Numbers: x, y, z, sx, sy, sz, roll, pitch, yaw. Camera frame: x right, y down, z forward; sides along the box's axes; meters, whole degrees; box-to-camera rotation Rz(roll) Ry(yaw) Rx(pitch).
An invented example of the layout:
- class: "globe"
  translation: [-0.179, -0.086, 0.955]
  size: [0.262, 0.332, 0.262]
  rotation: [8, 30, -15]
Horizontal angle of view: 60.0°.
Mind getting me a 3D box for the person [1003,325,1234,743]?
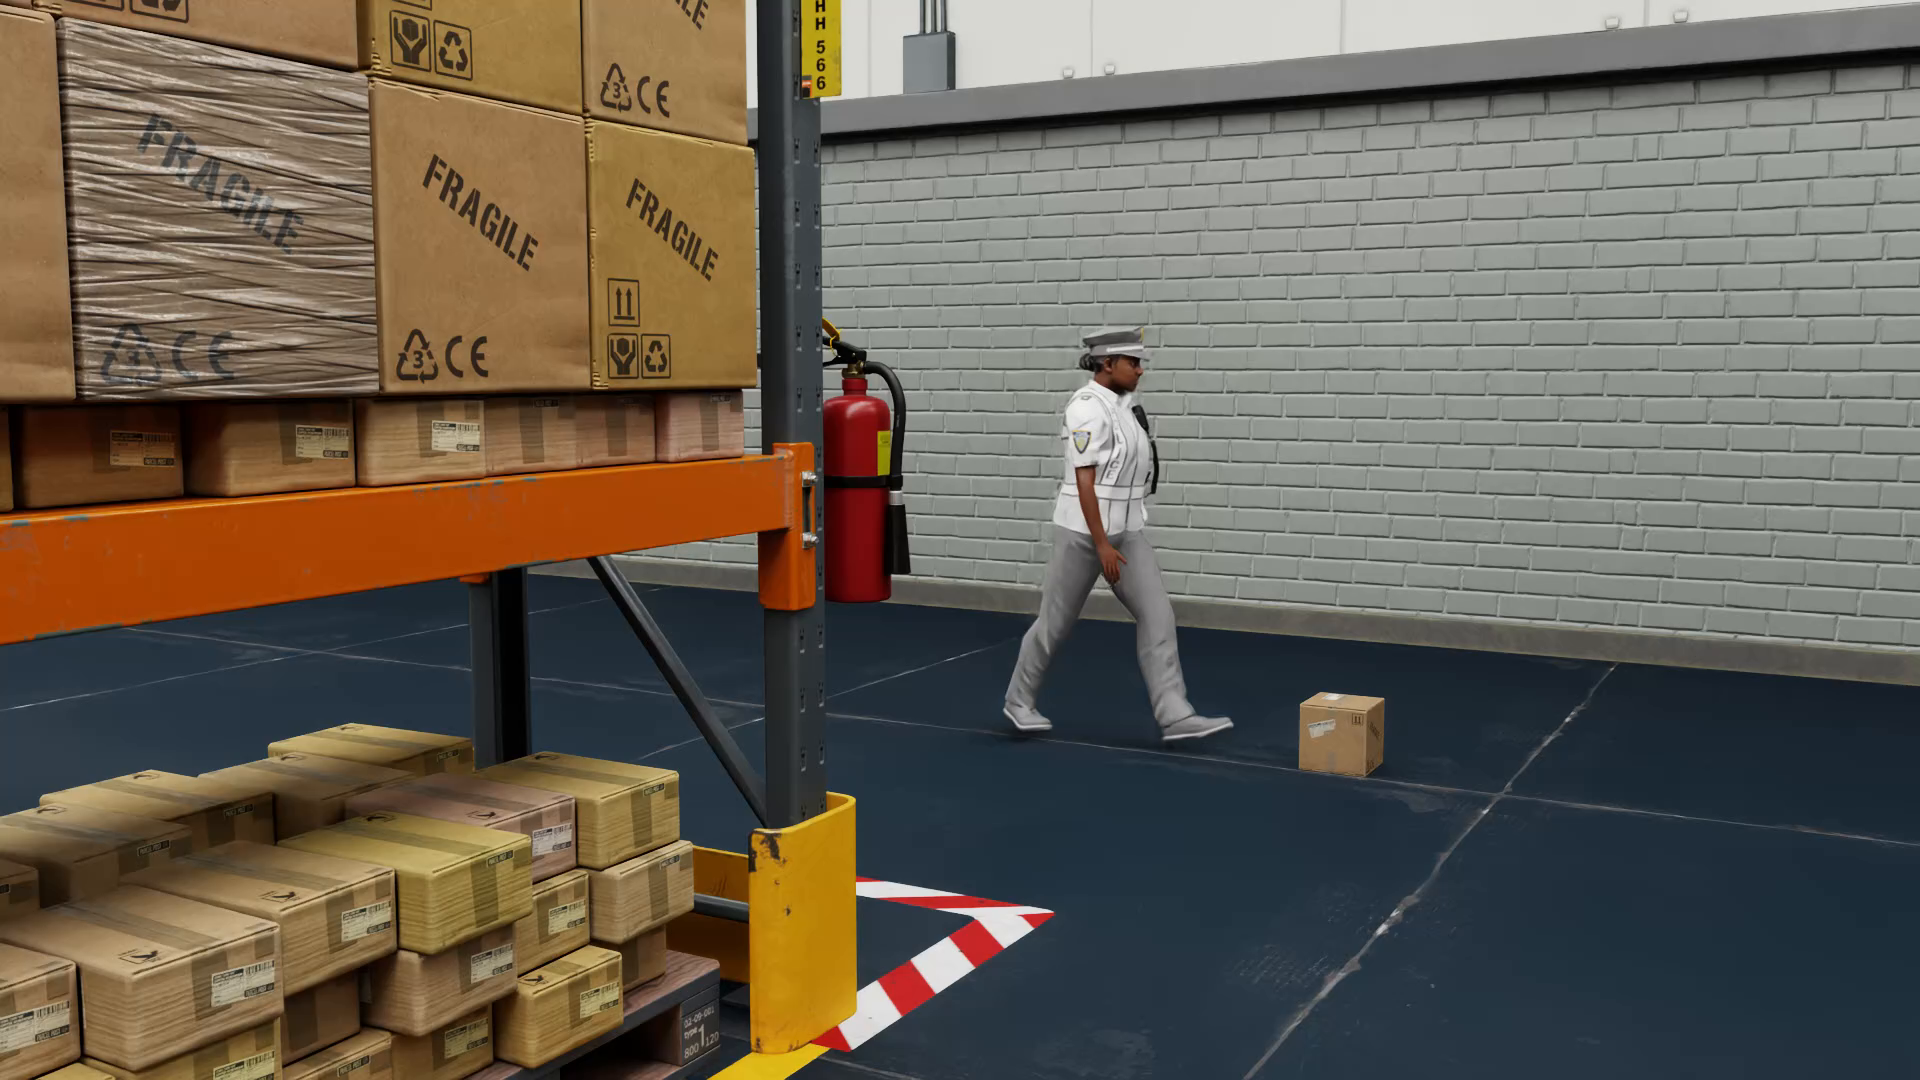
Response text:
- class: "person"
  translation: [0.588, -0.019, 6.492]
  size: [0.939, 1.624, 0.434]
  rotation: [5, 8, 42]
